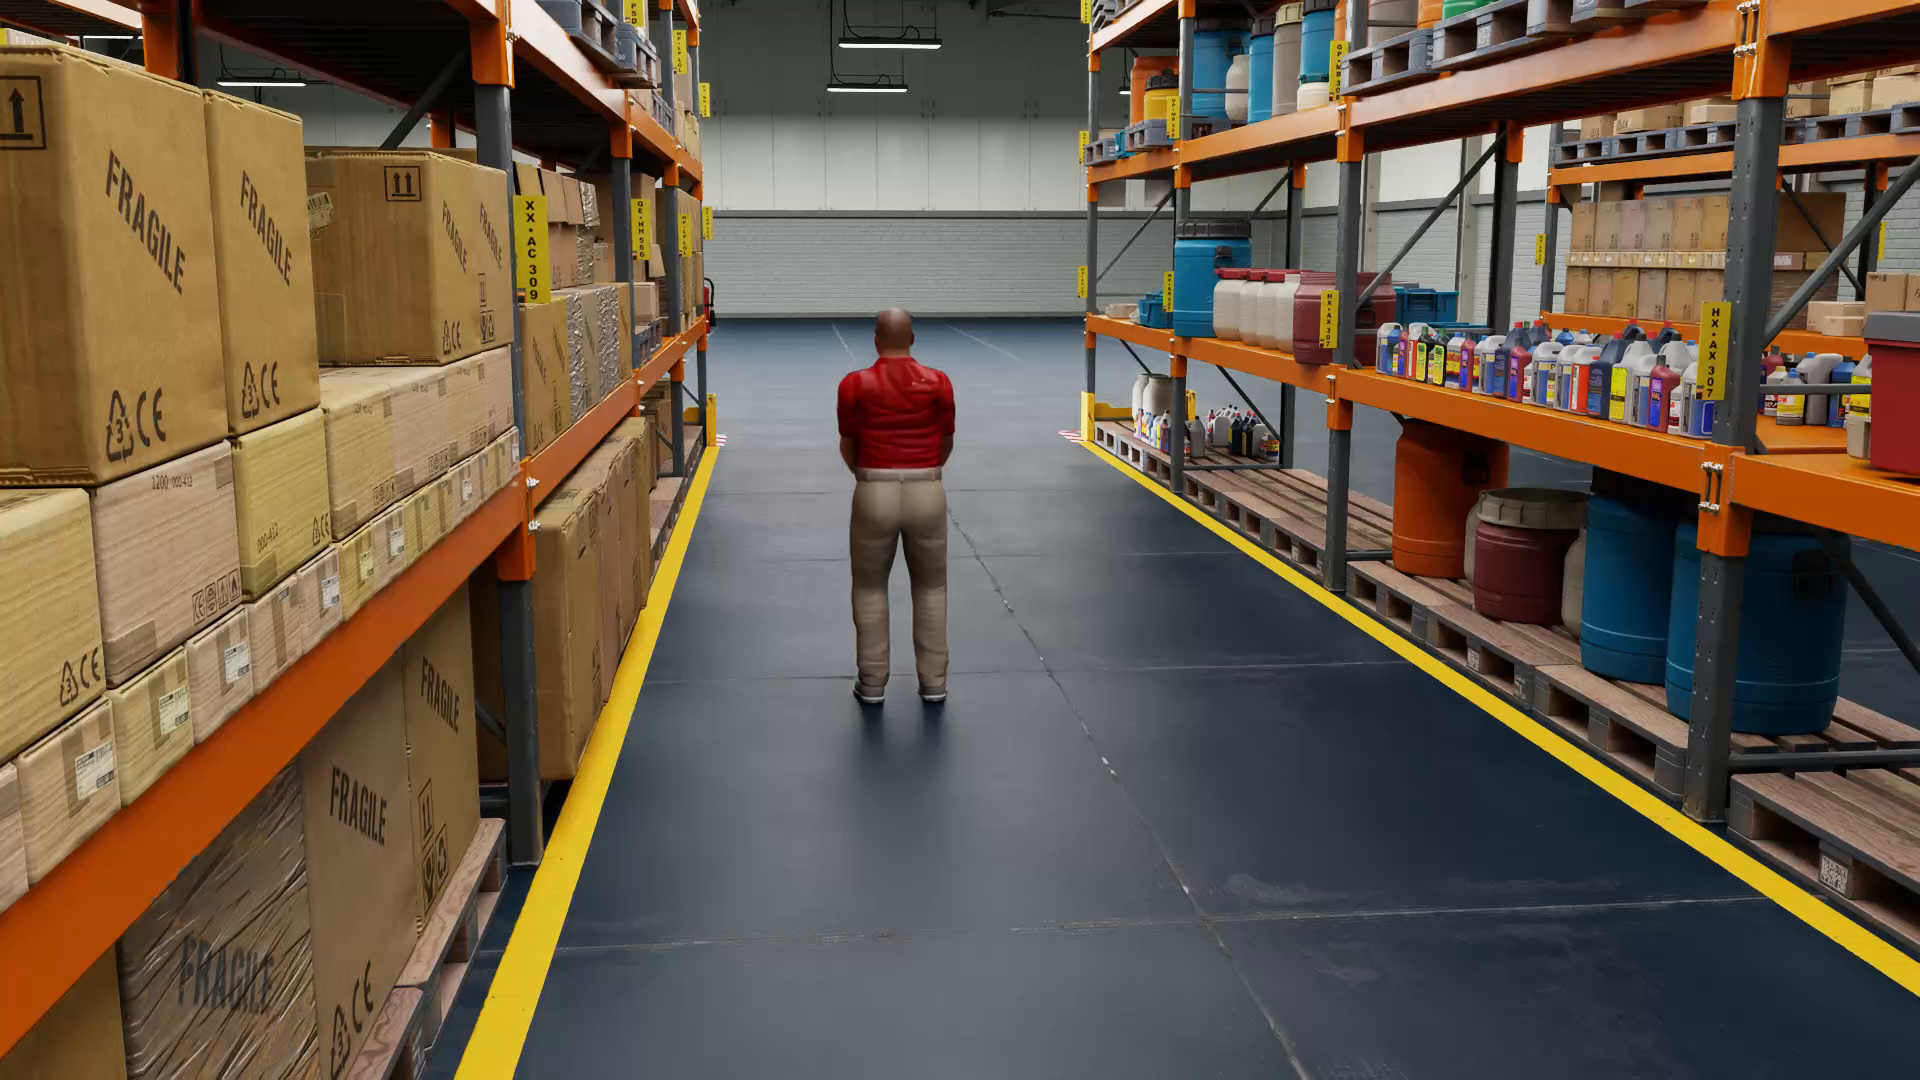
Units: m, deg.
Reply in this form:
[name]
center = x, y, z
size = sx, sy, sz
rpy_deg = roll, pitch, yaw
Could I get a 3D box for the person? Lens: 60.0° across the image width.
[person]
center = -0.287, -0.159, 7.355
size = 0.514, 1.725, 0.530
rpy_deg = -1, 10, -6
